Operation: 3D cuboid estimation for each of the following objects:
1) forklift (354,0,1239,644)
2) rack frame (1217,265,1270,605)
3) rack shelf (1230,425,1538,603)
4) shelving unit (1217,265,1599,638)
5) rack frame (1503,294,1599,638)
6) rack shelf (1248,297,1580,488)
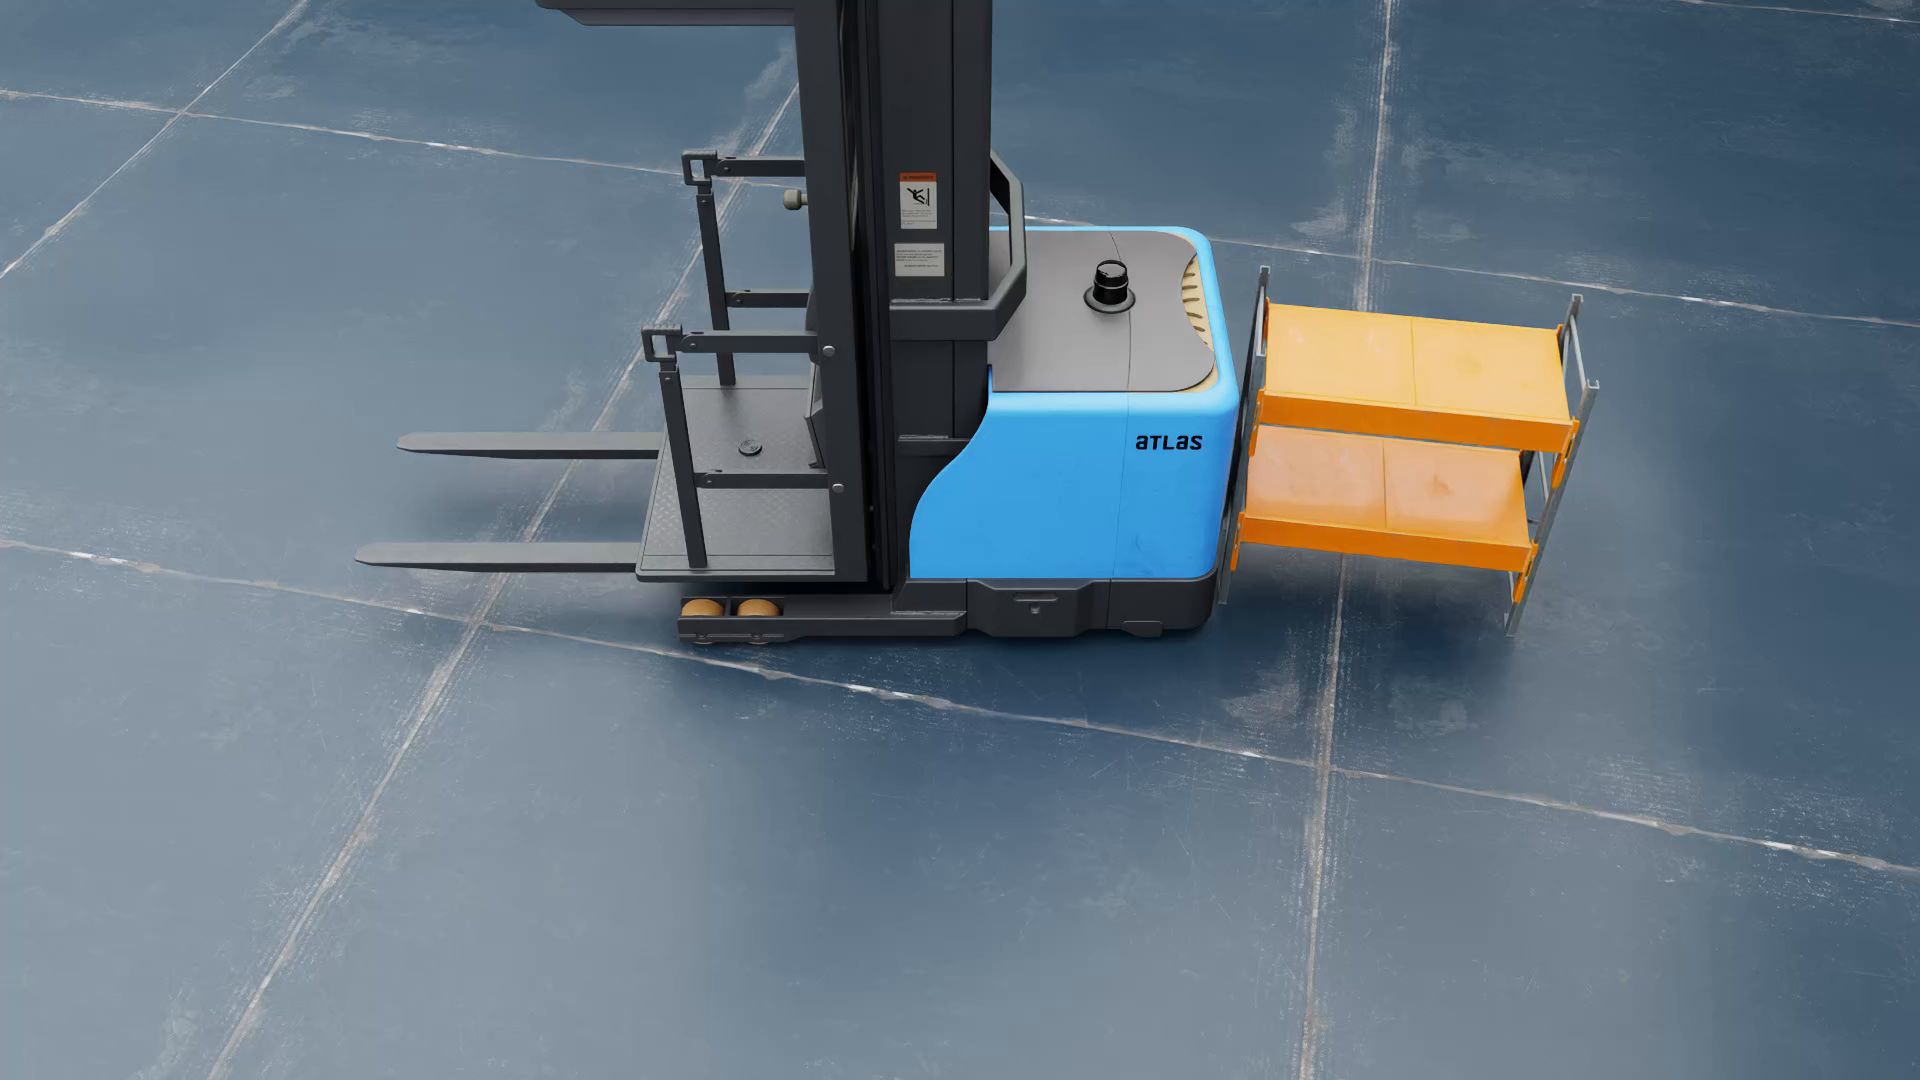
[{"bbox_3d":[-0.623,-1.056,5.234,3.031,2.935,1.130,0,44,0],"label":"forklift"},{"bbox_3d":[0.986,-0.344,5.797,0.032,1.125,0.500,6,44,7],"label":"rack frame"},{"bbox_3d":[1.488,-0.112,5.908,1.000,0.278,0.538,6,44,7],"label":"rack shelf"},{"bbox_3d":[1.488,-0.289,5.739,1.048,1.125,0.538,6,44,7],"label":"shelving unit"},{"bbox_3d":[1.990,-0.233,5.680,0.032,1.125,0.500,6,44,7],"label":"rack frame"},{"bbox_3d":[1.488,-0.499,5.536,1.000,0.278,0.538,6,44,7],"label":"rack shelf"}]
